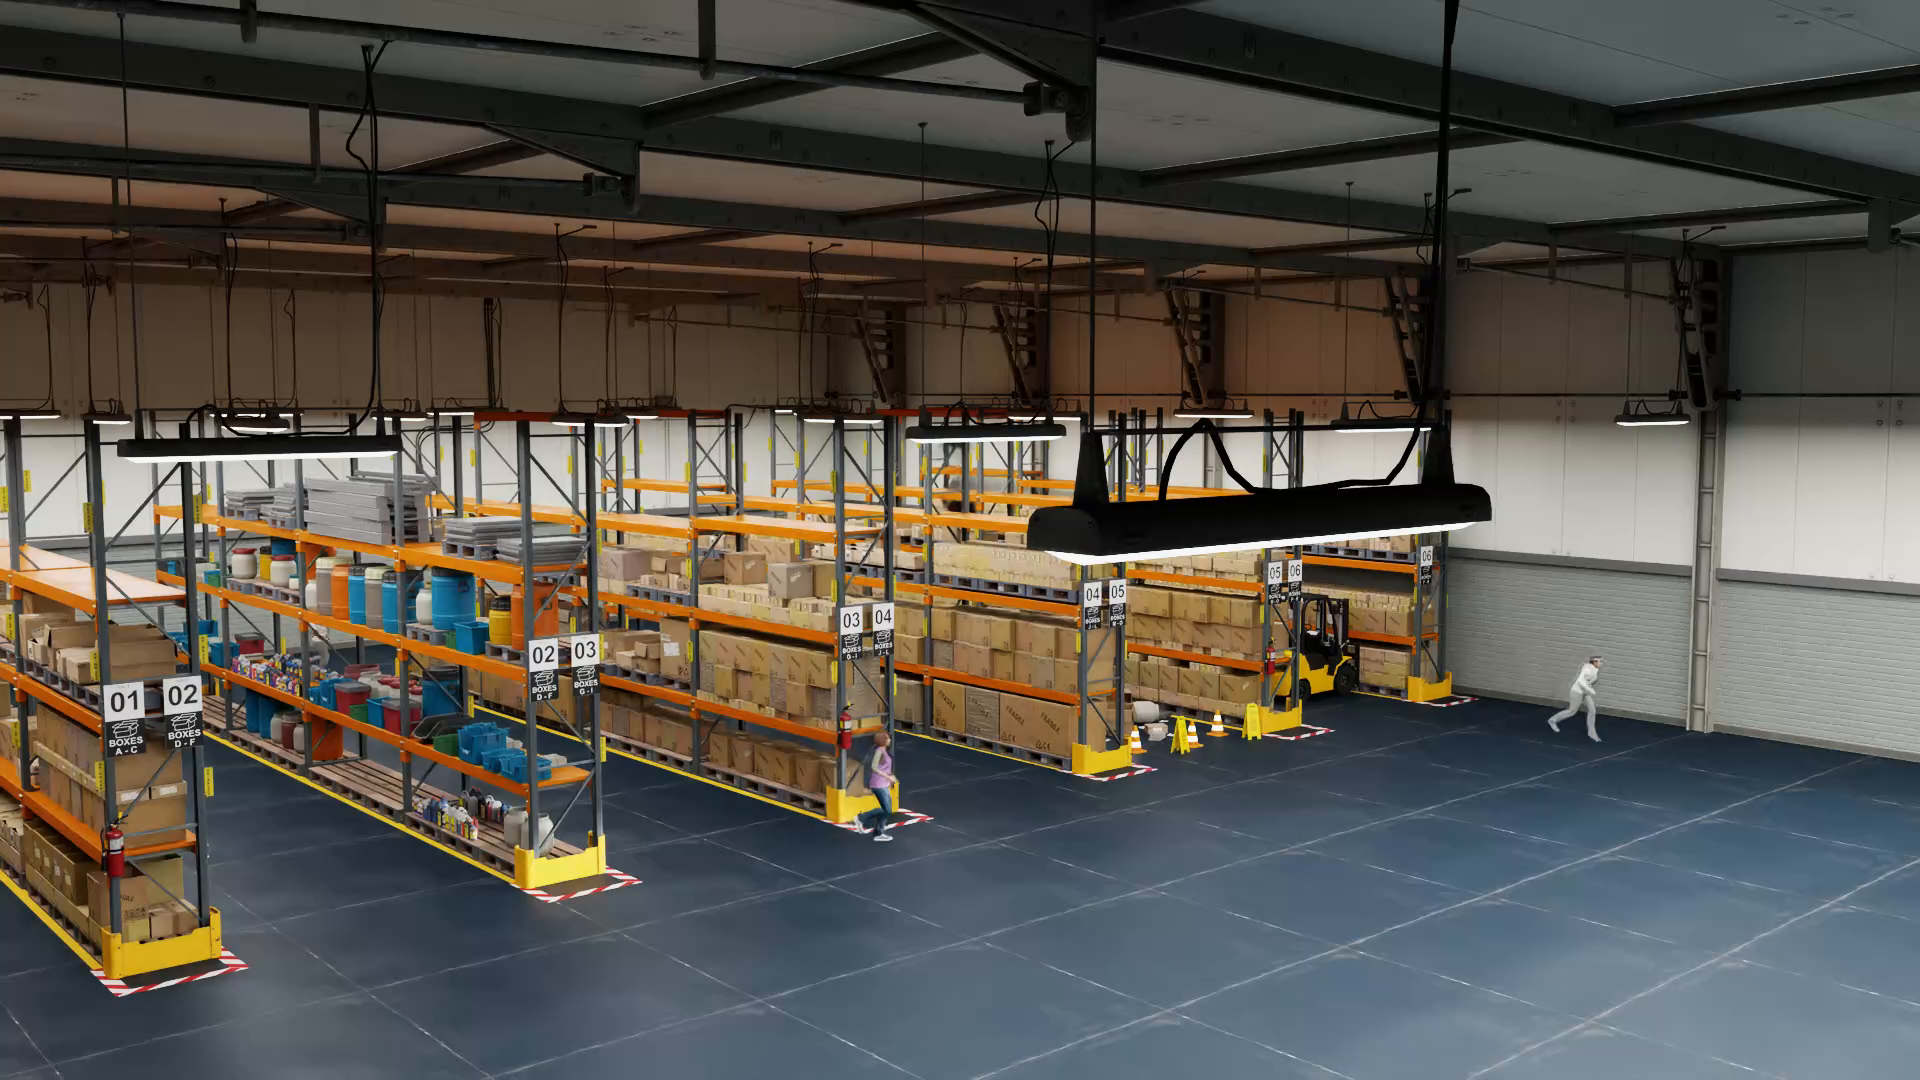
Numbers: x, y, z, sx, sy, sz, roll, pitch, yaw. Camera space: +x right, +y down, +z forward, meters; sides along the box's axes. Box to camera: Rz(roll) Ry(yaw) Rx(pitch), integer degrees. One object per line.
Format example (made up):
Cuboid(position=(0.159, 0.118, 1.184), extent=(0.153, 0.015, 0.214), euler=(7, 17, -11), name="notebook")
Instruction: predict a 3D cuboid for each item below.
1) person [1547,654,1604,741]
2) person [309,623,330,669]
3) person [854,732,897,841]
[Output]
Cuboid(position=(11.349, 2.869, 30.641), extent=(0.978, 1.624, 0.654), euler=(3, 6, 32), name="person")
Cuboid(position=(-14.360, 2.259, 37.071), extent=(0.626, 1.686, 0.587), euler=(-1, 5, -11), name="person")
Cuboid(position=(-1.182, 3.499, 23.618), extent=(0.611, 1.519, 0.570), euler=(0, 5, 3), name="person")
